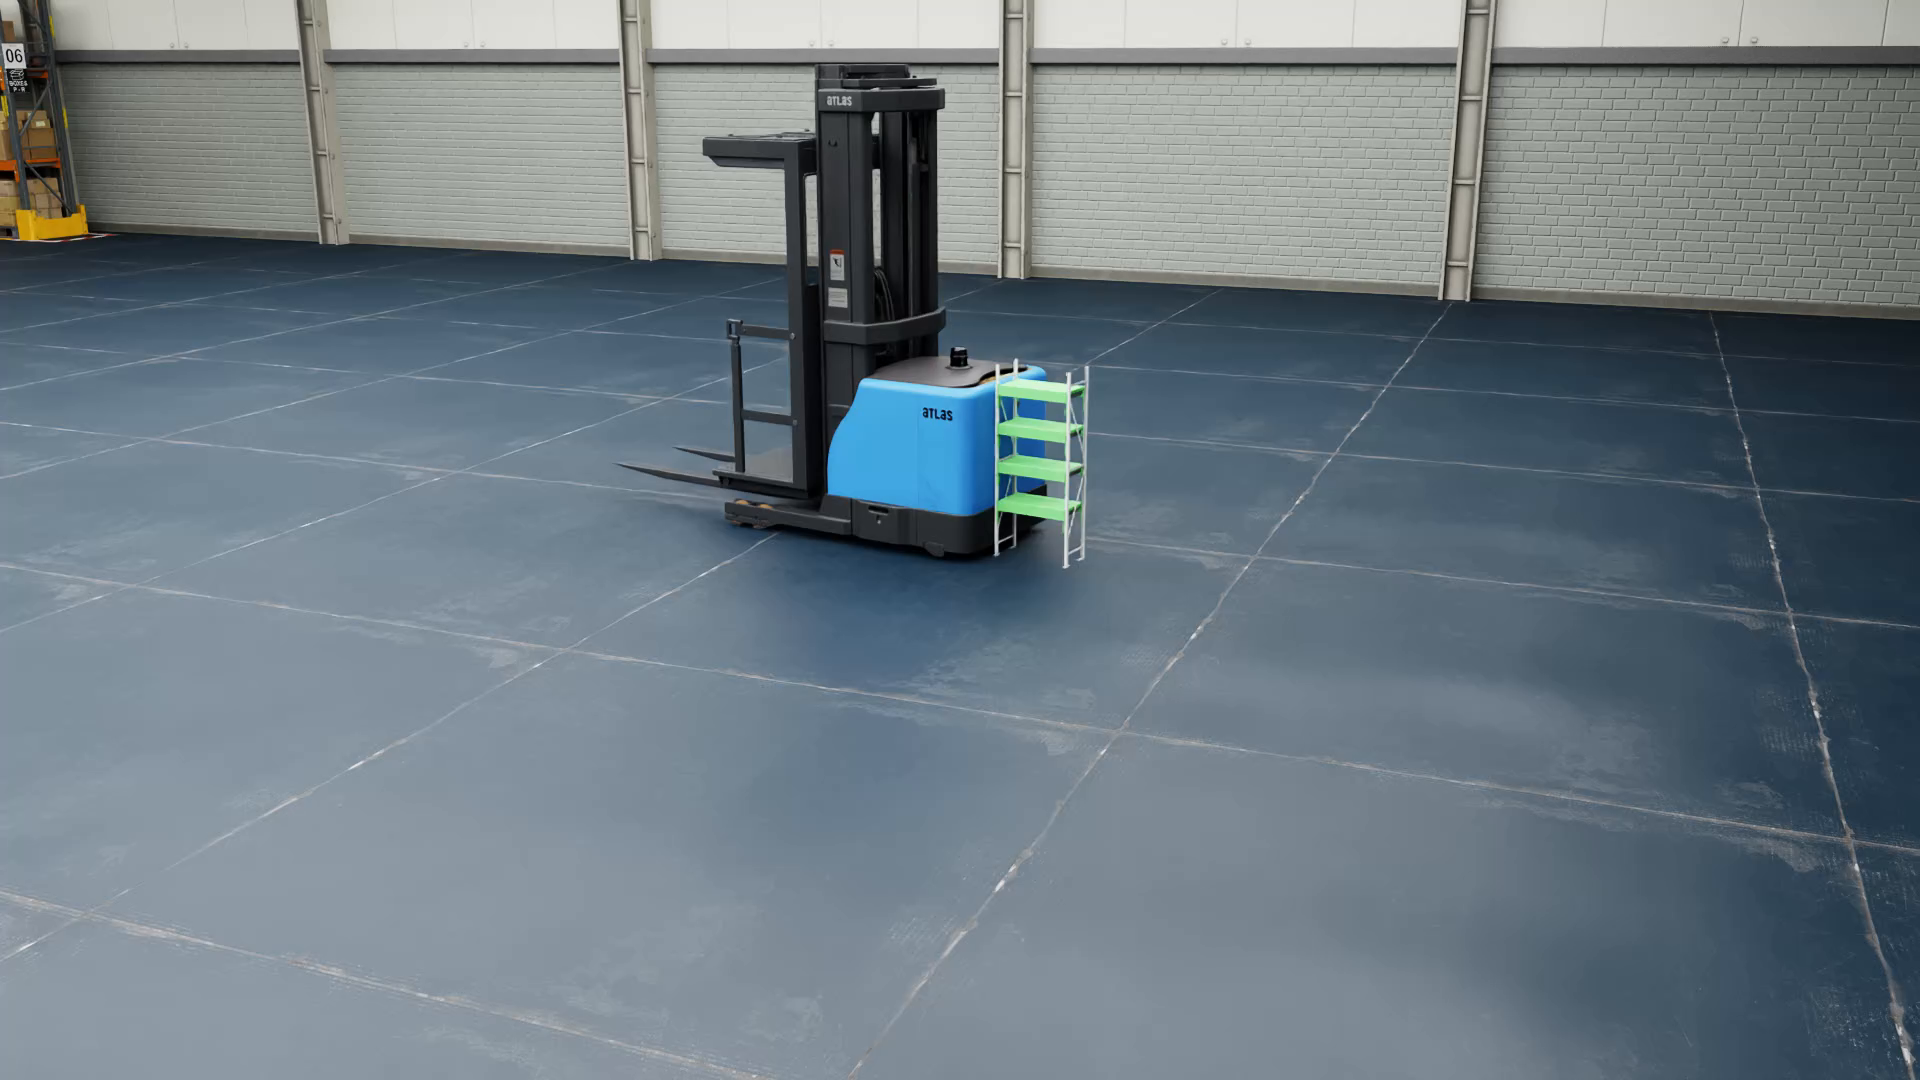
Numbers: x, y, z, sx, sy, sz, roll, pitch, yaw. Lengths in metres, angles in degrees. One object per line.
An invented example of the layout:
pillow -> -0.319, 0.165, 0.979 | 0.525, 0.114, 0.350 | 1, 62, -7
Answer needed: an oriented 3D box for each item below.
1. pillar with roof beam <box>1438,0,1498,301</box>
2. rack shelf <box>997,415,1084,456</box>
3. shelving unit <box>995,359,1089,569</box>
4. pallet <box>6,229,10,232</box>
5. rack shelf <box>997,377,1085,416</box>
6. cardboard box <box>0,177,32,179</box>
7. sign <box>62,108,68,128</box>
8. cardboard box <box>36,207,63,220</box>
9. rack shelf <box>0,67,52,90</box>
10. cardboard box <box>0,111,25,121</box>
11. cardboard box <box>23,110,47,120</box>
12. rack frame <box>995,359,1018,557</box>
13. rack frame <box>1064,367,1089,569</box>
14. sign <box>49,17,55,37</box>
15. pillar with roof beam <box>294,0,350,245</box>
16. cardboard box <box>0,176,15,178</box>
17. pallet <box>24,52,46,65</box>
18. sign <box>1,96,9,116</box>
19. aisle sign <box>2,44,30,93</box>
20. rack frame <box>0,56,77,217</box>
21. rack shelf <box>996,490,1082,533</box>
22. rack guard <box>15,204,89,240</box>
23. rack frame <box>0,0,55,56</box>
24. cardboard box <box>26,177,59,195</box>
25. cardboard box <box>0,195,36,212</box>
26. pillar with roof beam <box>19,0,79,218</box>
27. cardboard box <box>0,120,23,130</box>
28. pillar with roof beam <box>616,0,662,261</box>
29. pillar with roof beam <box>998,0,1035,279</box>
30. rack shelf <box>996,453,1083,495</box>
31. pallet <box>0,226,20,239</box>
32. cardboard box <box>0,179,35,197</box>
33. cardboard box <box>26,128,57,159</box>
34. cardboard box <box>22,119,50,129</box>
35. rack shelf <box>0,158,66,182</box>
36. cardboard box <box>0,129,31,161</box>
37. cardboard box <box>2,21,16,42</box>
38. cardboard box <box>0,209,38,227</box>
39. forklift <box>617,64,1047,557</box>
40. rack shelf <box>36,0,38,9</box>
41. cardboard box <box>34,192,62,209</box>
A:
pillar with roof beam -> 4.770, -6.297, 16.223 | 0.400, 9.000, 9.100 | 6, 17, 21
rack shelf -> 0.492, -0.636, 10.081 | 0.480, 0.148, 0.258 | 10, 19, 30
shelving unit -> 0.492, -0.467, 10.130 | 0.503, 1.200, 0.258 | 10, 19, 30
pallet -> -17.517, -5.536, 29.364 | 1.213, 0.211, 1.003 | 6, 17, 21
rack shelf -> 0.492, -0.867, 10.014 | 0.480, 0.148, 0.258 | 10, 19, 30
cardboard box -> -16.503, -6.192, 29.009 | 0.500, 0.250, 0.500 | 6, 17, 21
sign -> -15.450, -7.280, 28.674 | 0.005, 0.325, 0.100 | 6, 17, 21
cardboard box -> -16.045, -5.665, 28.985 | 0.500, 0.250, 0.500 | 6, 17, 21
rack shelf -> -17.520, -7.982, 28.699 | 4.000, 0.370, 1.077 | 6, 17, 21
cardboard box -> -16.070, -7.167, 28.104 | 0.250, 0.149, 0.380 | 6, 17, 21
cardboard box -> -15.894, -7.275, 28.475 | 0.250, 0.149, 0.380 | 6, 17, 20
rack frame -> 0.285, -0.503, 10.253 | 0.015, 1.200, 0.240 | 10, 19, 30
rack frame -> 0.700, -0.431, 10.007 | 0.015, 1.200, 0.240 | 10, 19, 30
sign -> -15.450, -8.724, 28.255 | 0.005, 0.325, 0.100 | 6, 17, 21
pillar with roof beam -> -11.975, -8.138, 22.566 | 0.400, 9.000, 9.100 | 6, 17, 21
cardboard box -> -16.965, -6.246, 29.195 | 0.500, 0.250, 0.500 | 6, 17, 20
pallet -> -16.308, -8.160, 28.178 | 1.213, 0.211, 1.003 | 6, 17, 21
sign -> -15.872, -7.213, 27.638 | 0.005, 0.325, 0.100 | 6, 17, 21
aisle sign -> -15.706, -7.848, 27.664 | 0.004, 0.787, 0.394 | 6, 17, 21
rack frame -> -15.660, -6.683, 28.312 | 0.127, 3.000, 1.000 | 6, 17, 21
rack shelf -> 0.492, -0.175, 10.215 | 0.480, 0.148, 0.258 | 10, 19, 30
rack guard -> -15.637, -5.480, 28.652 | 0.348, 0.500, 1.175 | 6, 17, 21
rack frame -> -15.660, -9.564, 27.476 | 0.127, 3.000, 1.000 | 6, 17, 21
cardboard box -> -16.037, -6.142, 28.836 | 0.500, 0.250, 0.500 | 6, 17, 20
cardboard box -> -16.227, -5.773, 28.459 | 0.500, 0.250, 0.500 | 6, 17, 20
pillar with roof beam -> -17.556, -8.752, 24.680 | 0.400, 9.000, 9.100 | 6, 17, 21
cardboard box -> -16.085, -7.005, 28.080 | 0.250, 0.149, 0.380 | 7, 17, 21
pillar with roof beam -> -6.393, -7.524, 20.452 | 0.400, 9.000, 9.100 | 6, 17, 21
pillar with roof beam -> -0.812, -6.911, 18.338 | 0.400, 9.000, 9.100 | 6, 17, 21
rack shelf -> 0.492, -0.406, 10.148 | 0.480, 0.148, 0.258 | 10, 19, 30
pallet -> -16.386, -5.411, 28.933 | 1.213, 0.211, 1.003 | 6, 17, 21
cardboard box -> -16.202, -6.010, 28.381 | 0.500, 0.250, 0.500 | 7, 18, 22
cardboard box -> -16.019, -6.853, 28.721 | 0.500, 0.500, 0.500 | 7, 18, 22
cardboard box -> -15.880, -7.144, 28.559 | 0.250, 0.149, 0.380 | 6, 17, 19
rack shelf -> -17.520, -6.542, 29.117 | 4.000, 0.370, 1.077 | 6, 17, 21
cardboard box -> -16.214, -6.713, 28.237 | 0.500, 0.500, 0.500 | 6, 17, 19
cardboard box -> -16.161, -8.403, 27.746 | 0.500, 0.500, 0.500 | 7, 18, 22
cardboard box -> -16.213, -5.530, 28.520 | 0.500, 0.250, 0.500 | 6, 17, 21
forklift -> -0.956, -1.589, 10.889 | 3.031, 2.935, 1.130 | 10, 19, 30
rack shelf -> -17.520, -9.231, 28.336 | 4.000, 0.370, 1.077 | 6, 17, 21
cardboard box -> -16.021, -5.906, 28.918 | 0.500, 0.250, 0.500 | 7, 17, 22
